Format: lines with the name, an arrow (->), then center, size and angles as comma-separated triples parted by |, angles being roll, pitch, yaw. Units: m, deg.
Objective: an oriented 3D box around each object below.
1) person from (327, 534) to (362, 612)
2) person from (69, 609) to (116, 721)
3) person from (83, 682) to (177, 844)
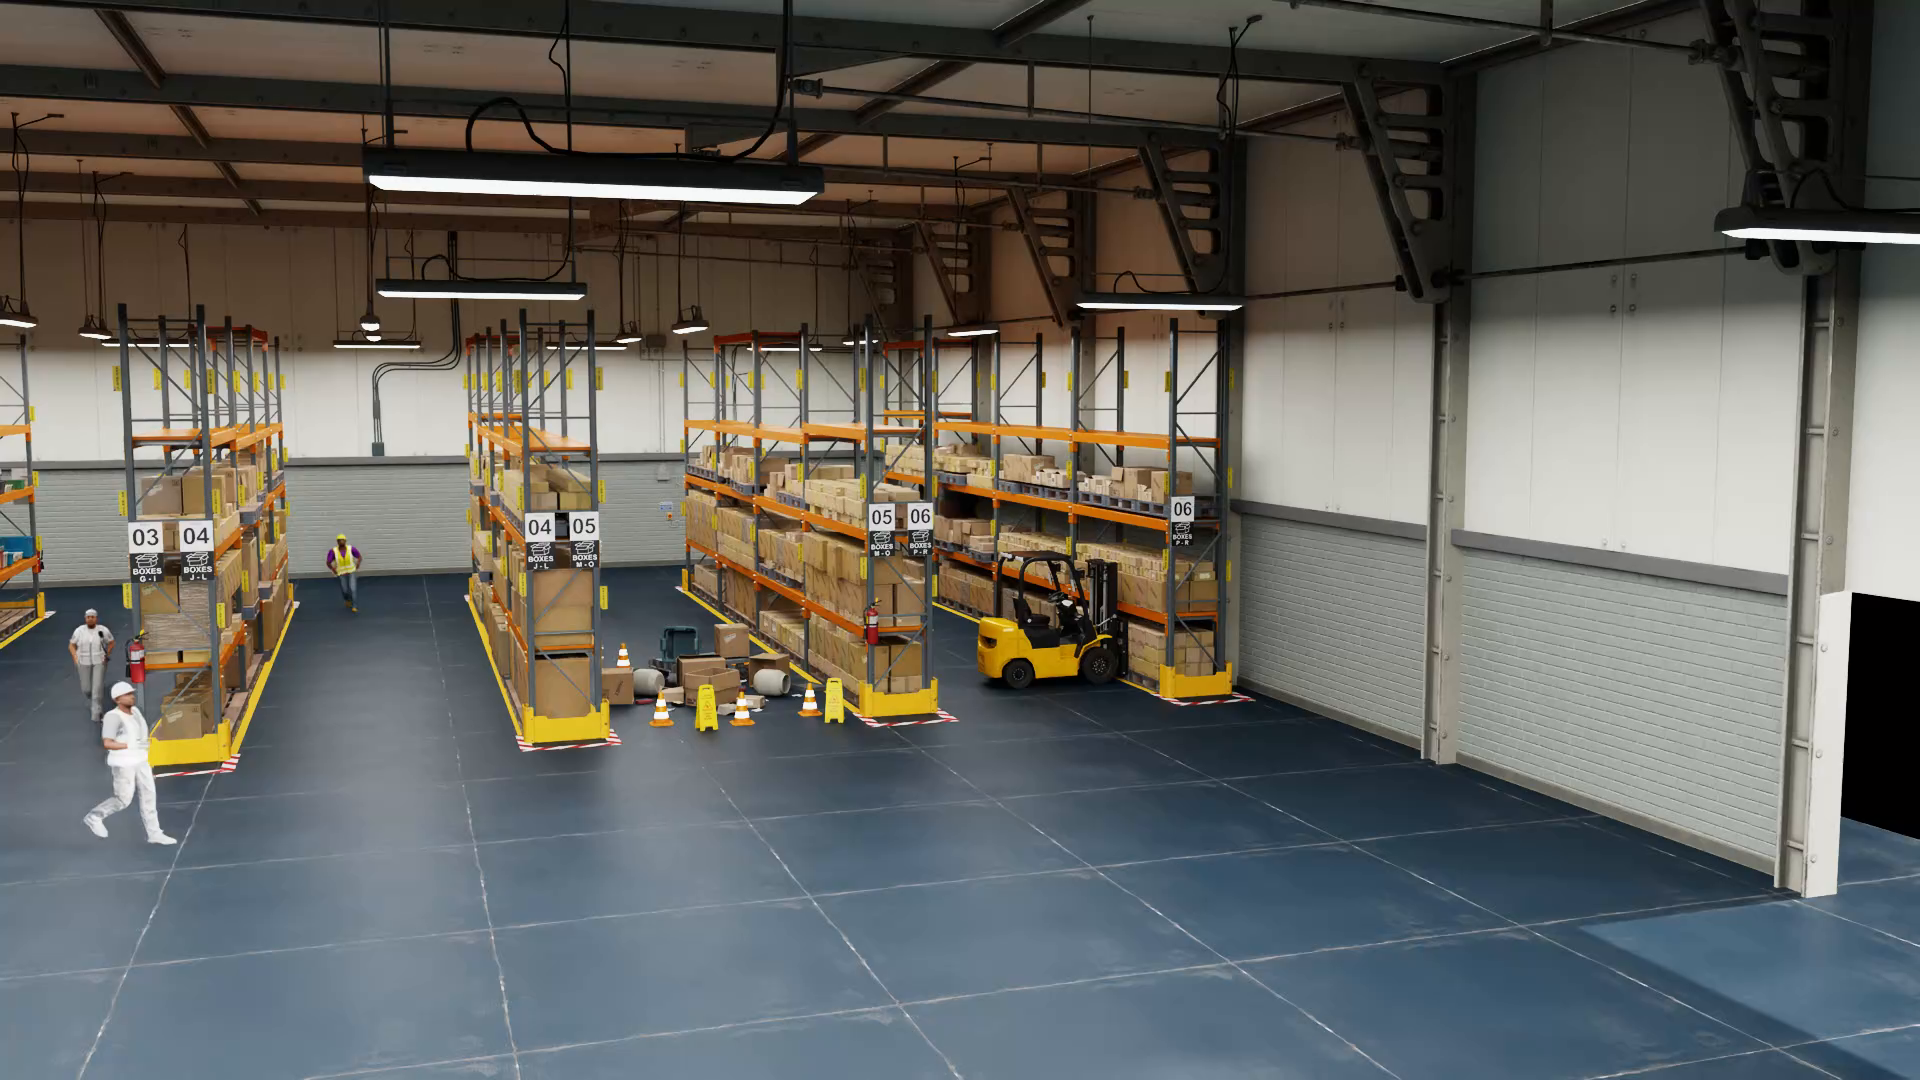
person -> -13.417, 0.718, 36.279 | 0.734, 1.704, 0.643 | -3, 6, -25
person -> -12.973, 1.848, 24.880 | 0.625, 1.643, 0.706 | -2, 6, -23
person -> -8.948, 2.406, 17.878 | 0.980, 1.774, 0.682 | 1, 5, 6
